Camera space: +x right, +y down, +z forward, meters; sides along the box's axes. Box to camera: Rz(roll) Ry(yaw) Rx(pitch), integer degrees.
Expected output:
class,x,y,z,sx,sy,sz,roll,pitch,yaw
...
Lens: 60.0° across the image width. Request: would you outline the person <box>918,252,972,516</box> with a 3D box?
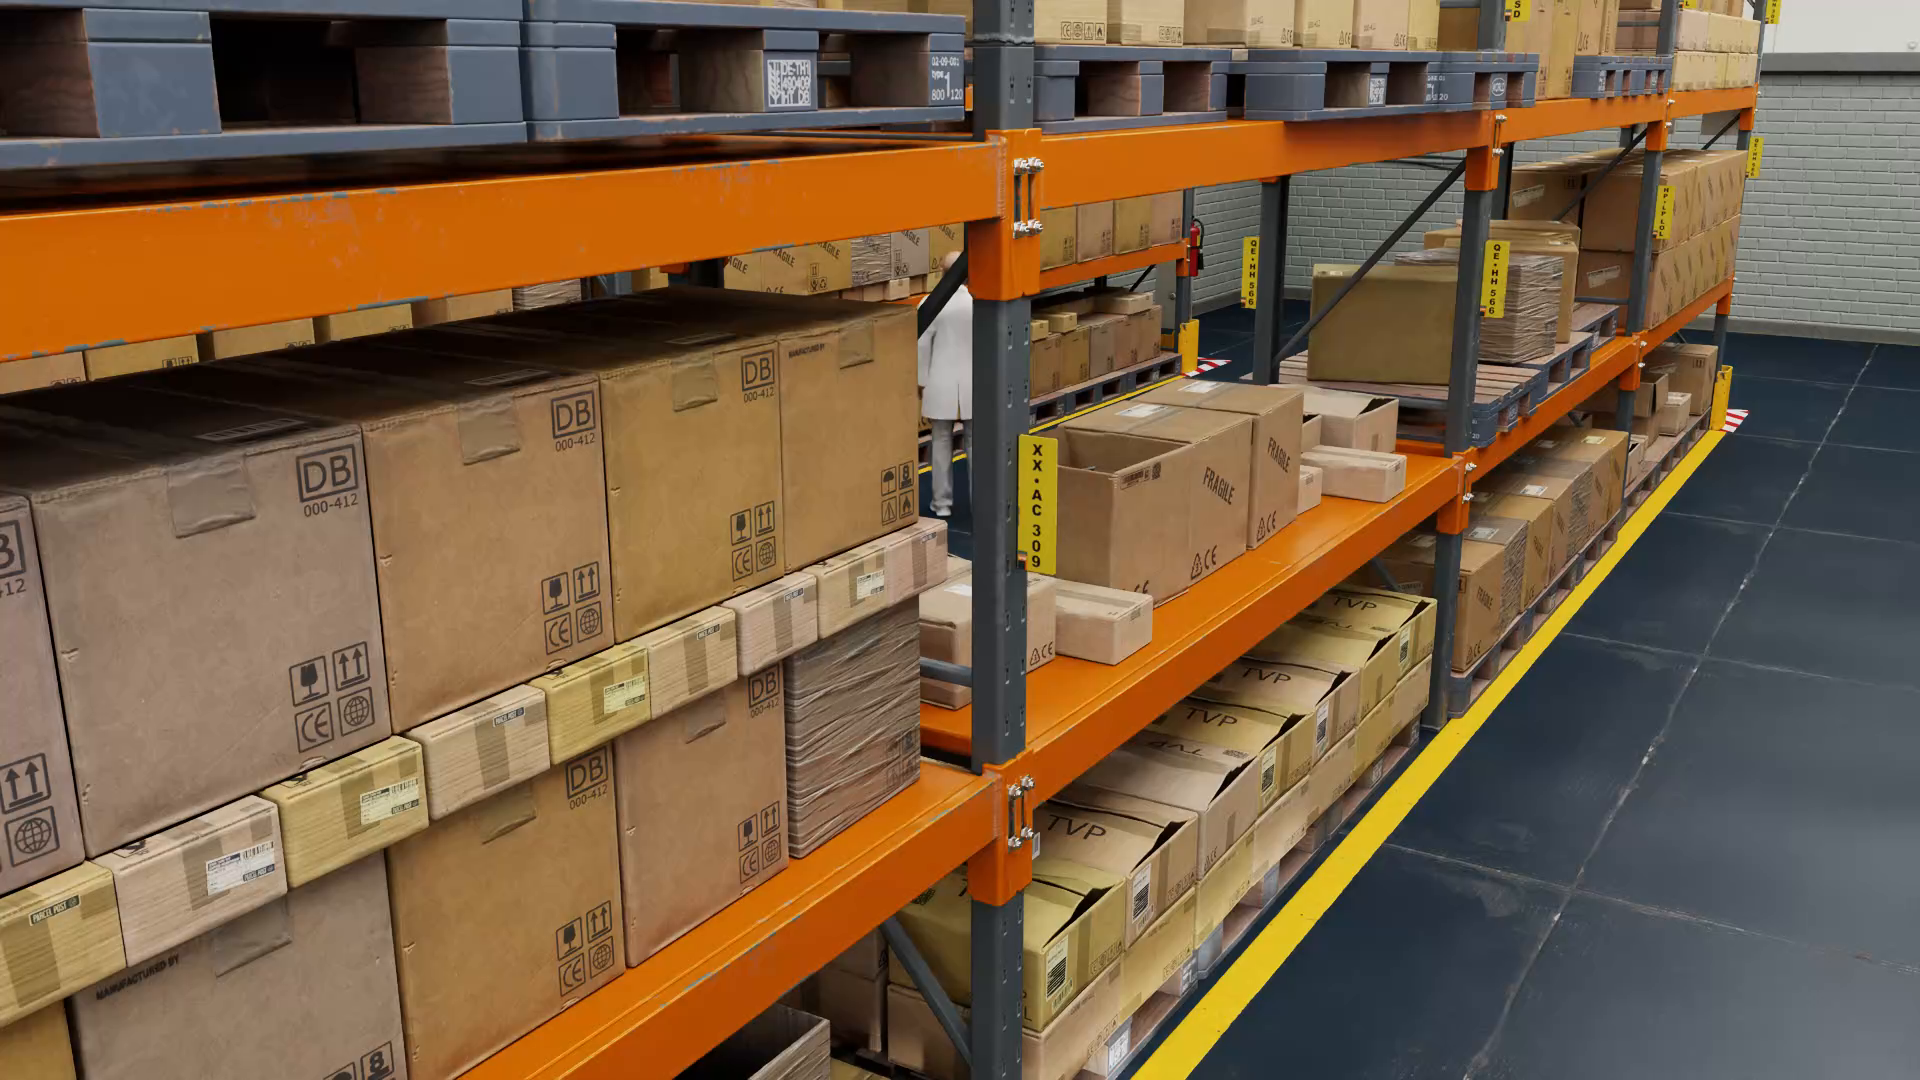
class,x,y,z,sx,sy,sz,roll,pitch,yaw
person,-0.023,-1.041,11.227,0.582,1.808,0.400,-1,16,-3
